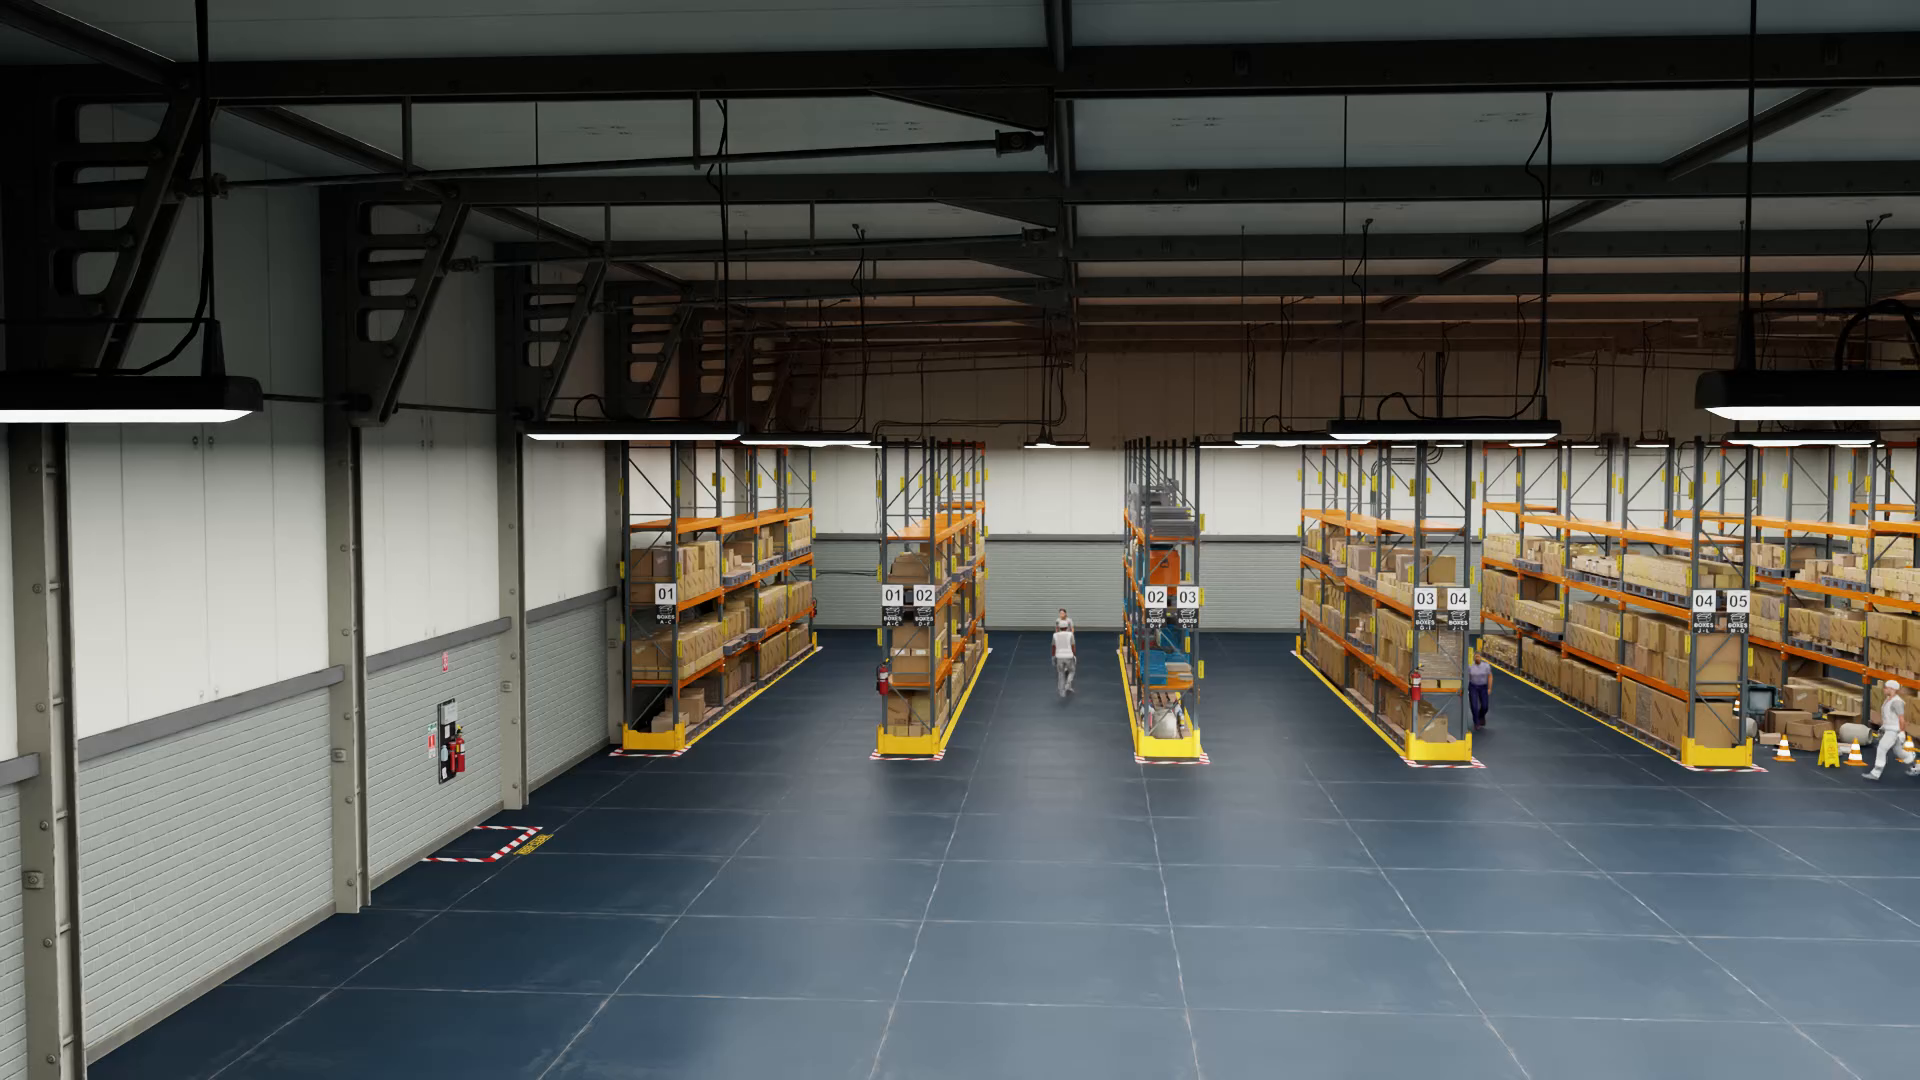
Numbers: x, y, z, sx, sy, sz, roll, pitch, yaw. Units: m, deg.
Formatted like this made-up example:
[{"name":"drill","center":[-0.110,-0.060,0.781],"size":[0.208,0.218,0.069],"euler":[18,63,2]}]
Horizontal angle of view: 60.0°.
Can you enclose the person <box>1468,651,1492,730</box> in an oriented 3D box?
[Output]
[{"name":"person","center":[10.698,3.084,34.314],"size":[0.539,1.626,0.535],"euler":[1,3,15]}]

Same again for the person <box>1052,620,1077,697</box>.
[{"name":"person","center":[2.421,2.756,38.747],"size":[0.595,1.776,0.484],"euler":[1,3,16]}]

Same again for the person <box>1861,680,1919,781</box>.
[{"name":"person","center":[16.201,3.302,28.848],"size":[1.075,1.748,0.540],"euler":[0,3,7]}]

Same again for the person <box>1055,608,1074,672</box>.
[{"name":"person","center":[2.743,2.589,43.338],"size":[0.501,1.652,0.608],"euler":[1,3,15]}]
